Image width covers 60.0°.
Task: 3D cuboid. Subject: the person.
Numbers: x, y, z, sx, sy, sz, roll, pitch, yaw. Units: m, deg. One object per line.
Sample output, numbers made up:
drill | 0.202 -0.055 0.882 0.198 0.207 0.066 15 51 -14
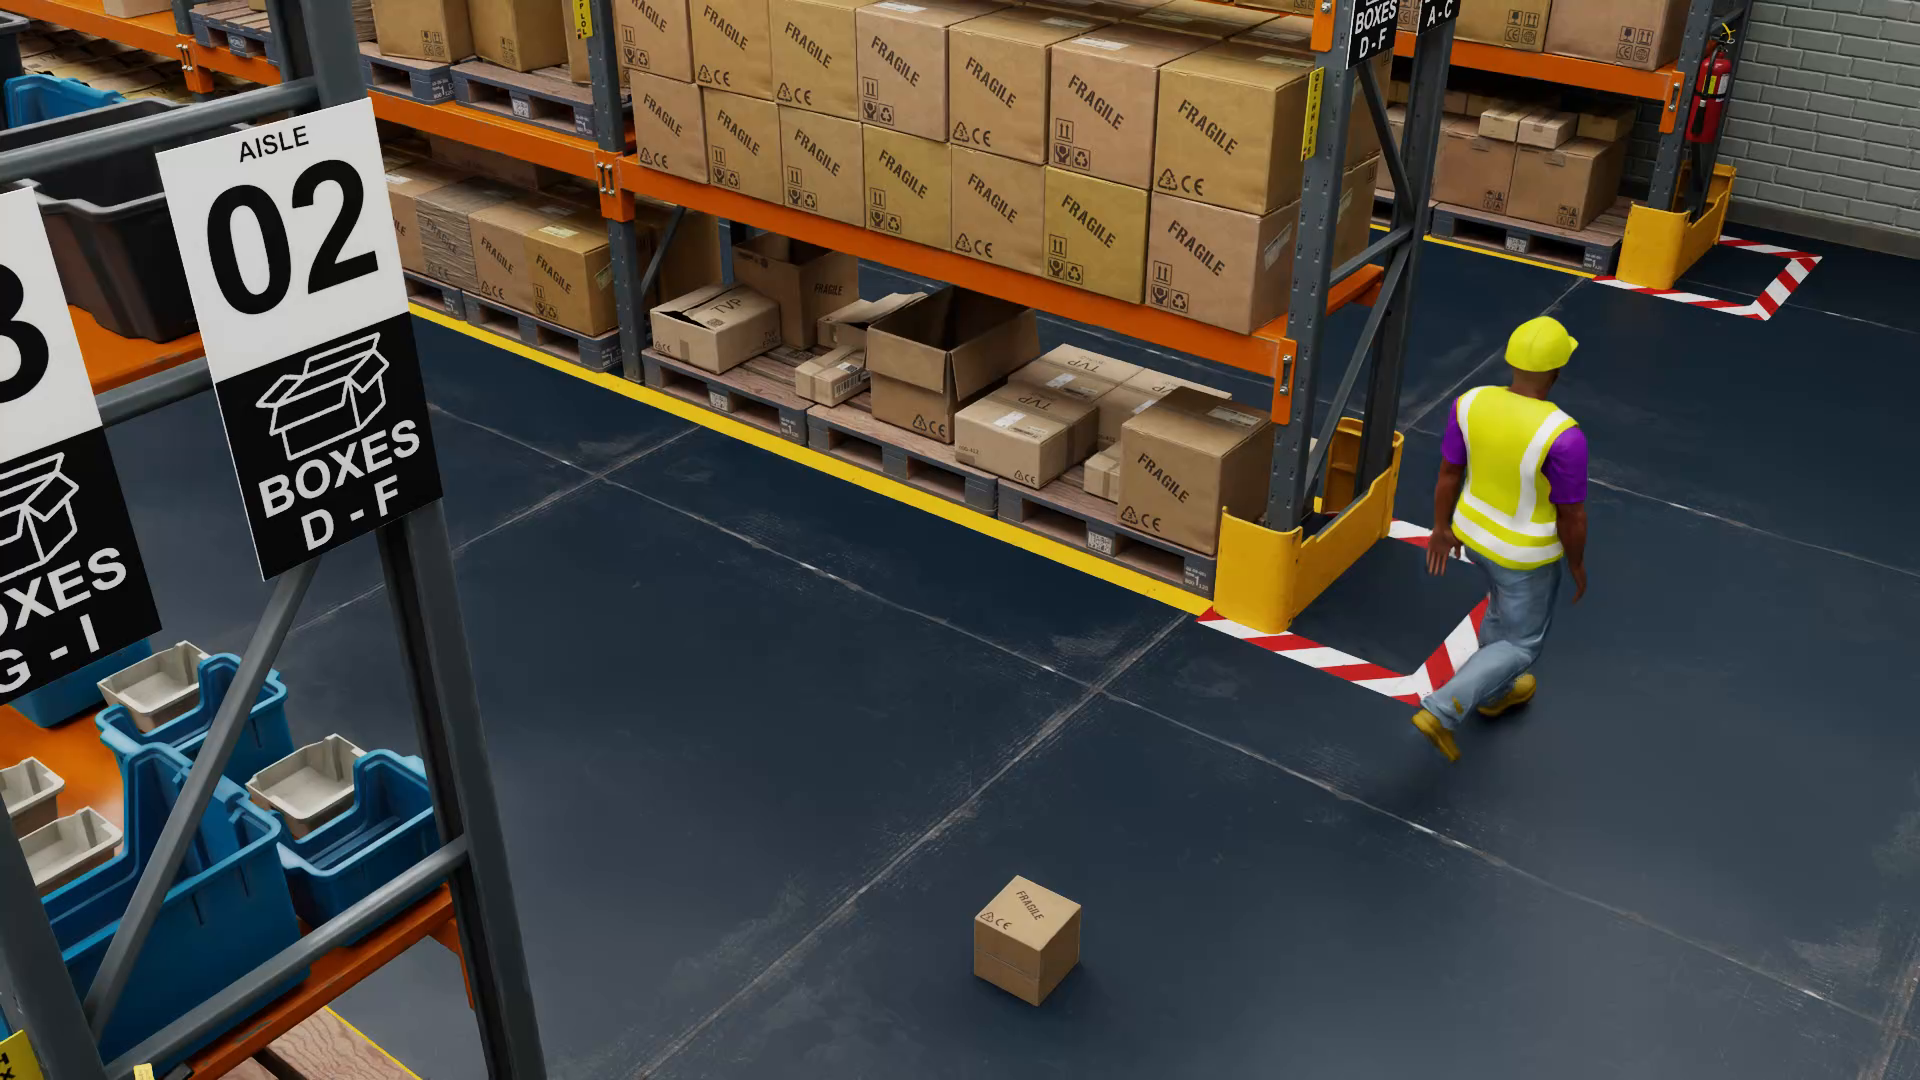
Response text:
person | -5.494 -1.637 8.842 10.569 1.730 13.641 -17 34 -26
